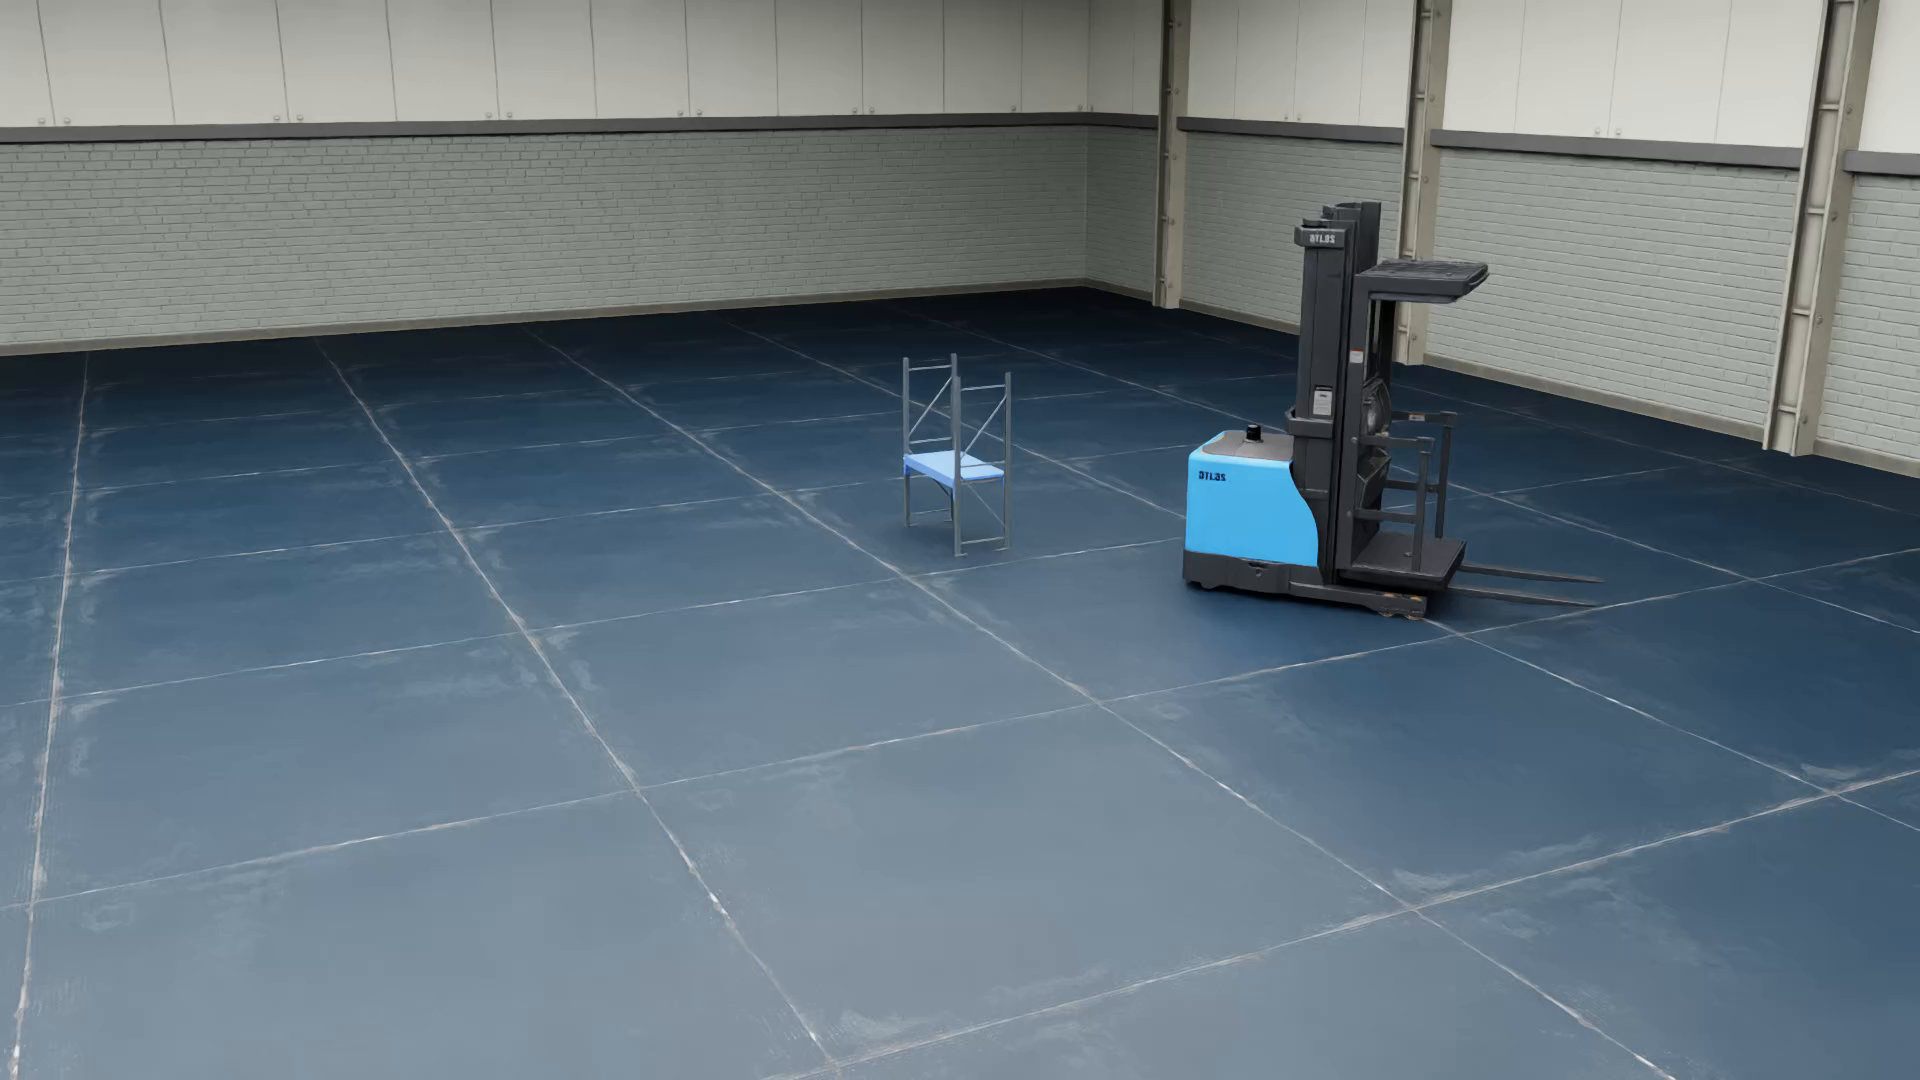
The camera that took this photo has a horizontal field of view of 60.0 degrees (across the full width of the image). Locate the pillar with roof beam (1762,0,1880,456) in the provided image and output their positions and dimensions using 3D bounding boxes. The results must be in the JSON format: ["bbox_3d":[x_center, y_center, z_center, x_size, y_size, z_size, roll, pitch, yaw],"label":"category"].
[{"bbox_3d":[4.847,-4.739,14.452,9.100,9.000,0.400,-8,18,-25],"label":"pillar with roof beam"}]

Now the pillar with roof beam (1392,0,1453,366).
[{"bbox_3d":[2.218,-6.227,19.636,9.100,9.000,0.400,-8,18,-25],"label":"pillar with roof beam"}]

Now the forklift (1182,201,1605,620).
[{"bbox_3d":[3.294,-0.988,12.379,3.031,2.935,1.130,7,18,24],"label":"forklift"}]

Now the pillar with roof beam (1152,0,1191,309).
[{"bbox_3d":[-0.411,-7.715,24.821,9.100,9.000,0.400,-8,18,-25],"label":"pillar with roof beam"}]

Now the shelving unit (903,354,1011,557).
[{"bbox_3d":[-0.037,-0.742,14.117,0.538,1.500,1.048,-8,18,-25],"label":"shelving unit"}]

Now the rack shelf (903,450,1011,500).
[{"bbox_3d":[-0.037,-0.569,14.167,0.538,0.185,1.000,-8,18,-25],"label":"rack shelf"}]

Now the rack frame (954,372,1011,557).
[{"bbox_3d":[0.185,-0.616,13.678,0.500,1.500,0.032,-8,18,-25],"label":"rack frame"}]

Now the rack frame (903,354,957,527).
[{"bbox_3d":[-0.260,-0.868,14.557,0.500,1.500,0.032,-8,18,-25],"label":"rack frame"}]
